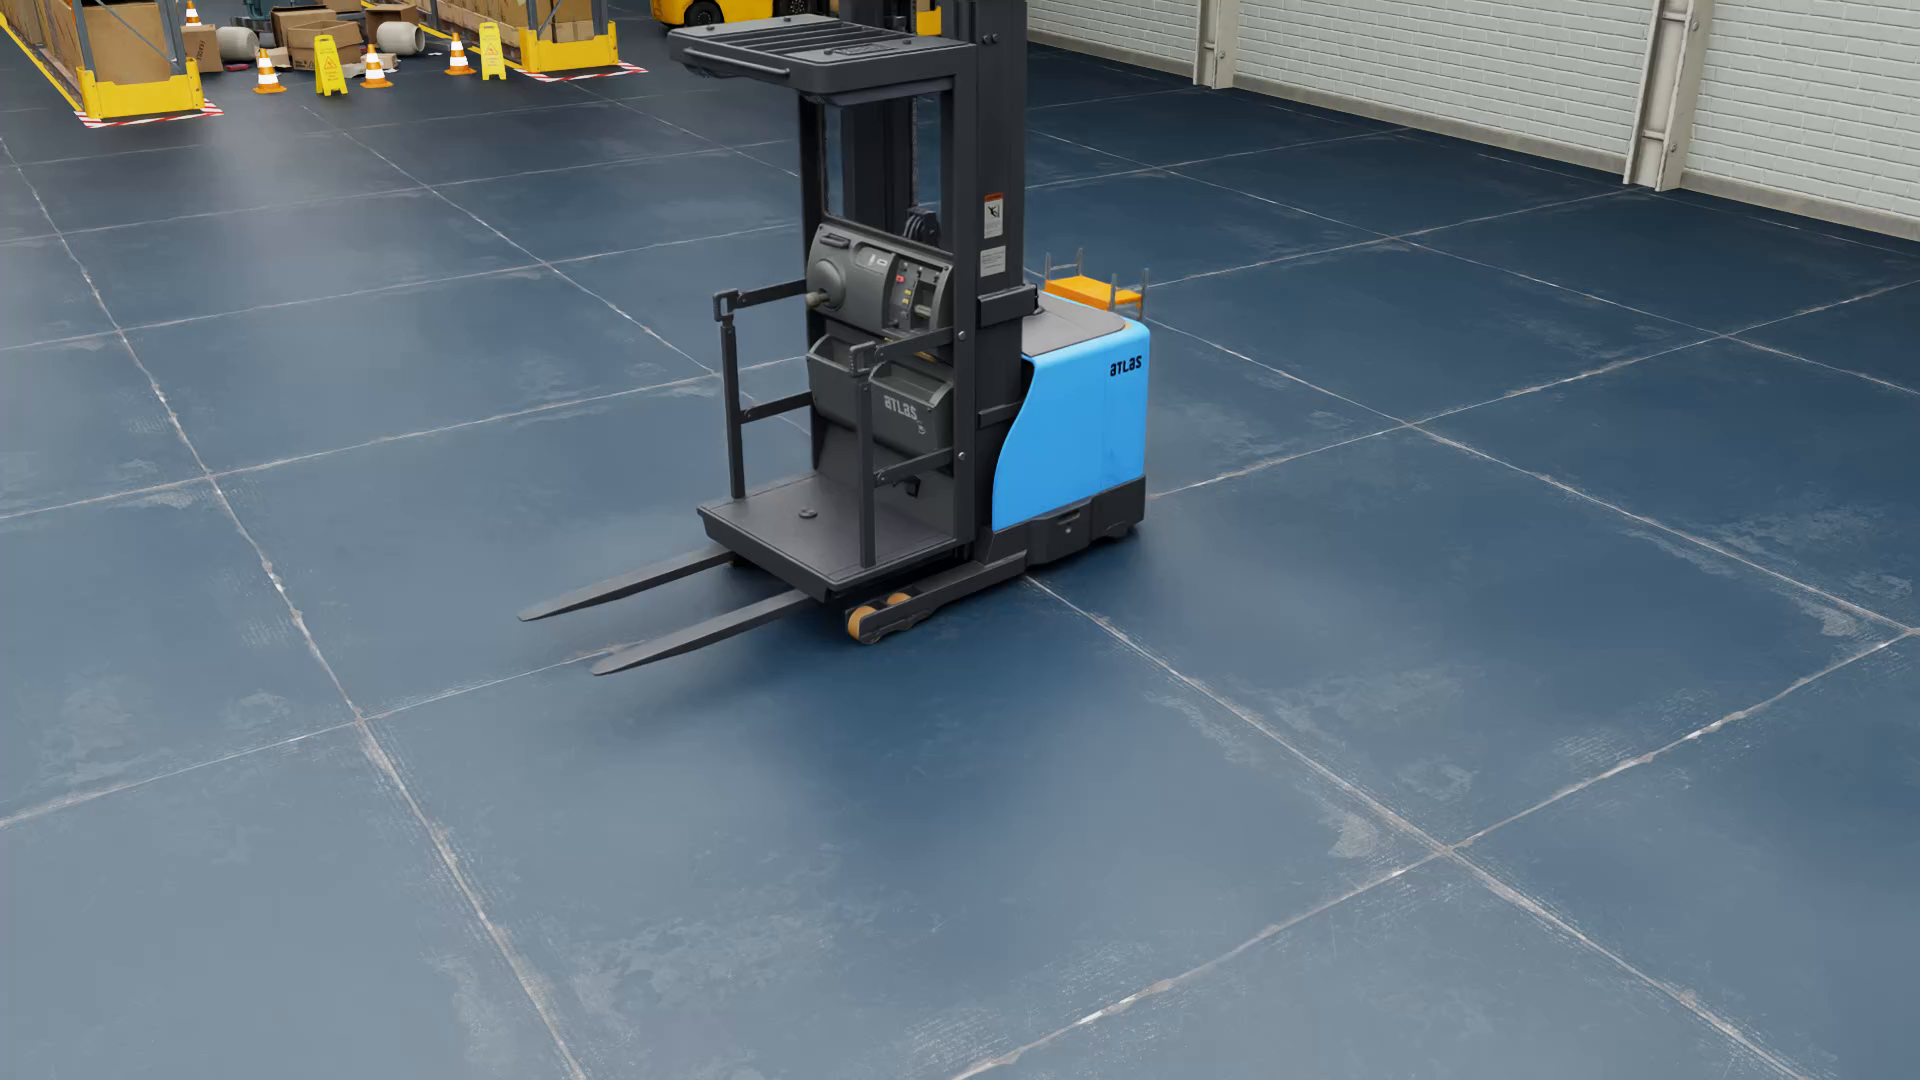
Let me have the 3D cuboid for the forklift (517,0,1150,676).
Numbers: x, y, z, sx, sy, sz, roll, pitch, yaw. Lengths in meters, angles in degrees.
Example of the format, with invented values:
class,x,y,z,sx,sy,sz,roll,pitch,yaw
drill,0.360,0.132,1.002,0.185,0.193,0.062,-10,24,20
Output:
class,x,y,z,sx,sy,sz,roll,pitch,yaw
forklift,-0.522,-1.120,7.189,3.031,2.935,1.130,-20,32,-36

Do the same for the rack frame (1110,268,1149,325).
class,x,y,z,sx,sy,sz,roll,pitch,yaw
rack frame,0.822,-0.782,8.487,0.240,1.200,0.015,-16,29,-36

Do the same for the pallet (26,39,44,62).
class,x,y,z,sx,sy,sz,roll,pitch,yaw
pallet,-11.579,-6.485,21.740,1.003,0.211,1.213,-16,29,-30

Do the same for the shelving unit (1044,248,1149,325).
class,x,y,z,sx,sy,sz,roll,pitch,yaw
shelving unit,0.669,-0.864,8.659,0.258,1.200,0.503,-16,29,-36

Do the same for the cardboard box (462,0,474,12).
class,x,y,z,sx,sy,sz,roll,pitch,yaw
cardboard box,-6.323,-7.314,22.081,0.500,0.500,0.500,-14,29,-27

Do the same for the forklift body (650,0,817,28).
class,x,y,z,sx,sy,sz,roll,pitch,yaw
forklift body,-3.226,-8.274,23.257,2.313,2.155,1.214,-16,29,-30

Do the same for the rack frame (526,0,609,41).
class,x,y,z,sx,sy,sz,roll,pitch,yaw
rack frame,-4.819,-7.247,20.087,1.000,3.000,0.127,-16,29,-30

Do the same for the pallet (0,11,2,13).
class,x,y,z,sx,sy,sz,roll,pitch,yaw
pallet,-14.365,-8.373,25.739,1.003,0.211,1.213,-16,29,-30

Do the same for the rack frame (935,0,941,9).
class,x,y,z,sx,sy,sz,roll,pitch,yaw
rack frame,-0.662,-8.405,22.540,1.000,3.000,0.127,-16,29,-30

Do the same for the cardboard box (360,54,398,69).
class,x,y,z,sx,sy,sz,roll,pitch,yaw
cardboard box,-7.226,-5.955,20.691,0.380,0.149,0.250,-1,25,-3

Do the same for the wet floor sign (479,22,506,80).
class,x,y,z,sx,sy,sz,roll,pitch,yaw
wet floor sign,-5.611,-5.865,19.917,0.267,0.644,0.232,-6,26,-12

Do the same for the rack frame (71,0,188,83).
class,x,y,z,sx,sy,sz,roll,pitch,yaw
rack frame,-8.911,-6.057,17.566,1.000,3.000,0.127,-16,29,-30

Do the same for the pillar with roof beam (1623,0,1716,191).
class,x,y,z,sx,sy,sz,roll,pitch,yaw
pillar with roof beam,2.657,-6.281,11.014,9.100,9.000,0.400,-16,29,-30

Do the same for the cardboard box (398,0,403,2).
class,x,y,z,sx,sy,sz,roll,pitch,yaw
cardboard box,-8.067,-8.370,25.054,0.950,0.372,0.625,-14,29,-28

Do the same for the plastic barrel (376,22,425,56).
class,x,y,z,sx,sy,sz,roll,pitch,yaw
plastic barrel,-7.215,-6.467,21.454,0.512,0.421,0.421,3,25,6

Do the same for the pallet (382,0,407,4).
class,x,y,z,sx,sy,sz,roll,pitch,yaw
pallet,-8.099,-8.131,25.227,1.003,0.211,1.213,-16,29,-30

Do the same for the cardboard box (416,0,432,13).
class,x,y,z,sx,sy,sz,roll,pitch,yaw
cardboard box,-7.291,-7.866,23.985,0.950,0.372,0.625,-15,29,-29

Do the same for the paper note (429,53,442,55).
class,x,y,z,sx,sy,sz,roll,pitch,yaw
paper note,-6.812,-6.323,21.608,0.148,0.019,0.142,18,31,33

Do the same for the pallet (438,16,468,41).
class,x,y,z,sx,sy,sz,roll,pitch,yaw
pallet,-6.606,-7.184,23.221,1.003,0.211,1.213,-16,29,-30

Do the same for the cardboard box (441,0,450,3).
class,x,y,z,sx,sy,sz,roll,pitch,yaw
cardboard box,-6.906,-7.689,22.874,0.500,0.500,0.500,-14,29,-27

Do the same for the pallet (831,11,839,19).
class,x,y,z,sx,sy,sz,roll,pitch,yaw
pallet,-1.114,-7.407,23.694,1.003,0.211,1.213,-16,29,-30

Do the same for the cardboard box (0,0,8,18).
class,x,y,z,sx,sy,sz,roll,pitch,yaw
cardboard box,-13.021,-7.852,23.513,1.050,0.750,0.750,-16,30,-30

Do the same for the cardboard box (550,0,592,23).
class,x,y,z,sx,sy,sz,roll,pitch,yaw
cardboard box,-5.041,-6.893,21.189,0.500,0.500,0.500,-17,30,-31

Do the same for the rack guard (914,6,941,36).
class,x,y,z,sx,sy,sz,roll,pitch,yaw
rack guard,-0.649,-7.266,23.055,1.175,0.500,0.348,-16,29,-30

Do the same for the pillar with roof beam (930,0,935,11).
class,x,y,z,sx,sy,sz,roll,pitch,yaw
pillar with roof beam,-3.894,-10.573,20.106,9.100,9.000,0.400,-16,29,-30

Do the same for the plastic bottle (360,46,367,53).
class,x,y,z,sx,sy,sz,roll,pitch,yaw
plastic bottle,-7.869,-6.450,21.841,0.133,0.061,0.283,-10,27,-21

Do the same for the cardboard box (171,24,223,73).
class,x,y,z,sx,sy,sz,roll,pitch,yaw
cardboard box,-9.387,-6.042,20.461,0.500,0.500,0.500,-10,27,-21

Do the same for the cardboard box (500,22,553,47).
class,x,y,z,sx,sy,sz,roll,pitch,yaw
cardboard box,-5.498,-6.428,21.082,0.500,0.250,0.500,-16,29,-30

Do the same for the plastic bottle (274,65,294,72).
class,x,y,z,sx,sy,sz,roll,pitch,yaw
plastic bottle,-8.352,-5.818,20.502,0.283,0.061,0.133,18,31,33

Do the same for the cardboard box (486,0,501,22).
class,x,y,z,sx,sy,sz,roll,pitch,yaw
cardboard box,-5.762,-6.944,21.296,0.500,0.500,0.500,-14,29,-28

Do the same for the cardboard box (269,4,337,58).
class,x,y,z,sx,sy,sz,roll,pitch,yaw
cardboard box,-8.416,-6.550,21.376,0.797,0.637,0.503,-16,29,-30

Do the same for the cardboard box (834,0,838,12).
class,x,y,z,sx,sy,sz,roll,pitch,yaw
cardboard box,-1.447,-7.626,23.619,0.500,0.250,0.500,-16,29,-30

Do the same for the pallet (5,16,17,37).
class,x,y,z,sx,sy,sz,roll,pitch,yaw
pallet,-12.911,-7.358,23.589,1.003,0.211,1.213,-16,29,-30

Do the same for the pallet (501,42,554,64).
class,x,y,z,sx,sy,sz,roll,pitch,yaw
pallet,-5.274,-6.312,21.372,1.003,0.211,1.213,-16,29,-30

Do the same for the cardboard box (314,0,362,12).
class,x,y,z,sx,sy,sz,roll,pitch,yaw
cardboard box,-8.477,-7.464,22.588,0.500,0.500,0.500,-16,29,-30

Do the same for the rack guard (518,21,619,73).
class,x,y,z,sx,sy,sz,roll,pitch,yaw
rack guard,-4.860,-6.143,20.678,1.175,0.500,0.348,-16,29,-30

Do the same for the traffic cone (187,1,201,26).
class,x,y,z,sx,sy,sz,roll,pitch,yaw
traffic cone,-10.561,-7.172,22.900,0.336,0.463,0.334,-16,29,-30

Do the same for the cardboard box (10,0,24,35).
class,x,y,z,sx,sy,sz,roll,pitch,yaw
cardboard box,-12.032,-7.207,22.146,1.050,0.750,0.750,-16,29,-30

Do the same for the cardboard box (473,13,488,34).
class,x,y,z,sx,sy,sz,roll,pitch,yaw
cardboard box,-6.052,-6.792,21.854,0.500,0.250,0.500,-17,30,-31

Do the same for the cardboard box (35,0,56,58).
class,x,y,z,sx,sy,sz,roll,pitch,yaw
cardboard box,-10.810,-6.475,20.450,0.875,0.875,0.875,-15,29,-29

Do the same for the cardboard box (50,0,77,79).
class,x,y,z,sx,sy,sz,roll,pitch,yaw
cardboard box,-9.818,-5.827,19.077,0.875,0.875,0.875,-16,30,-30

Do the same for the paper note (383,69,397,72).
class,x,y,z,sx,sy,sz,roll,pitch,yaw
paper note,-7.002,-5.778,20.454,0.142,0.019,0.148,18,31,33

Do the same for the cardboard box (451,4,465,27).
class,x,y,z,sx,sy,sz,roll,pitch,yaw
cardboard box,-6.606,-7.161,22.635,0.500,0.250,0.500,-14,29,-27

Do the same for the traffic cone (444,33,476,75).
class,x,y,z,sx,sy,sz,roll,pitch,yaw
traffic cone,-6.134,-5.952,20.317,0.336,0.463,0.334,-16,29,-30

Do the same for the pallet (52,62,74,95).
class,x,y,z,sx,sy,sz,roll,pitch,yaw
pallet,-10.075,-5.499,19.652,1.003,0.211,1.213,-16,29,-30
